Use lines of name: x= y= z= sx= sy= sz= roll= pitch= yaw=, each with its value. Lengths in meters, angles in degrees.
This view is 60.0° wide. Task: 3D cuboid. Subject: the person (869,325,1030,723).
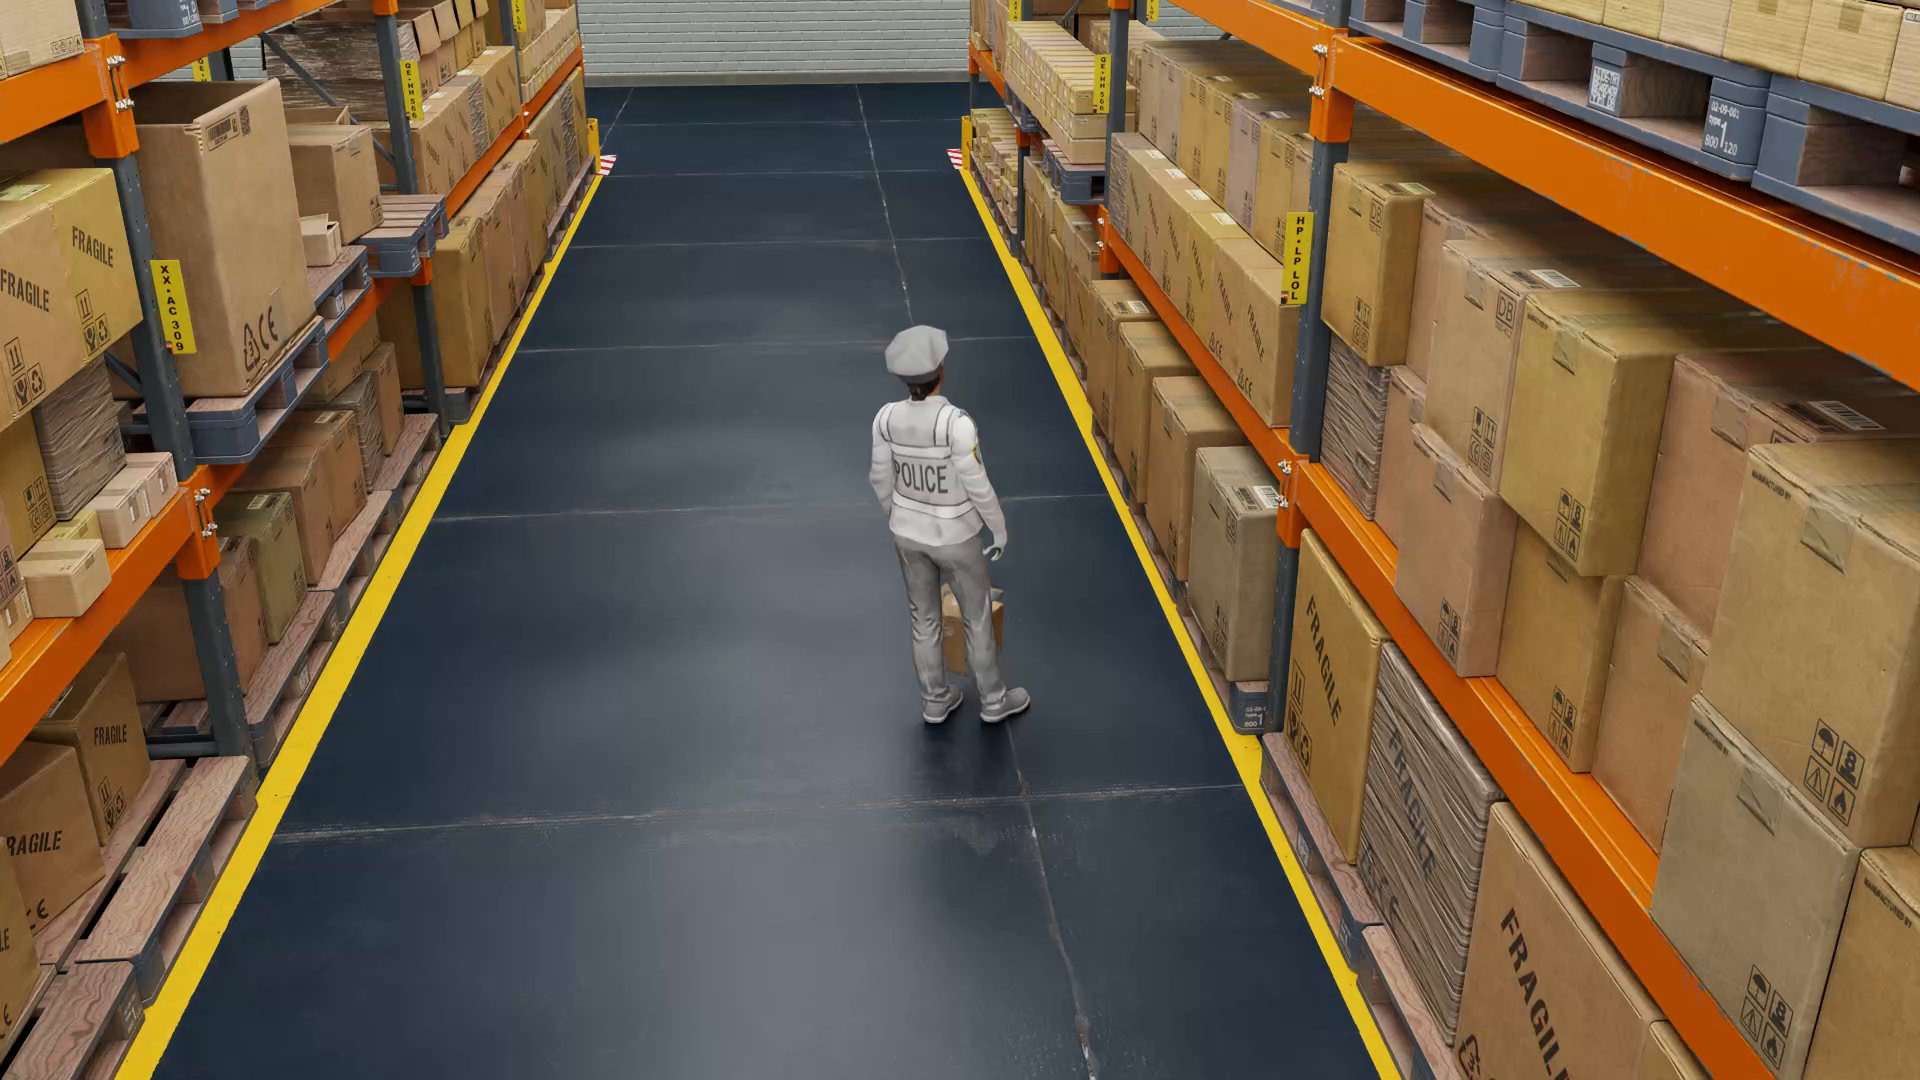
person: x=-0.054 y=-0.049 z=6.647 sx=0.568 sy=1.696 sz=0.539 roll=12 pitch=27 yaw=25
